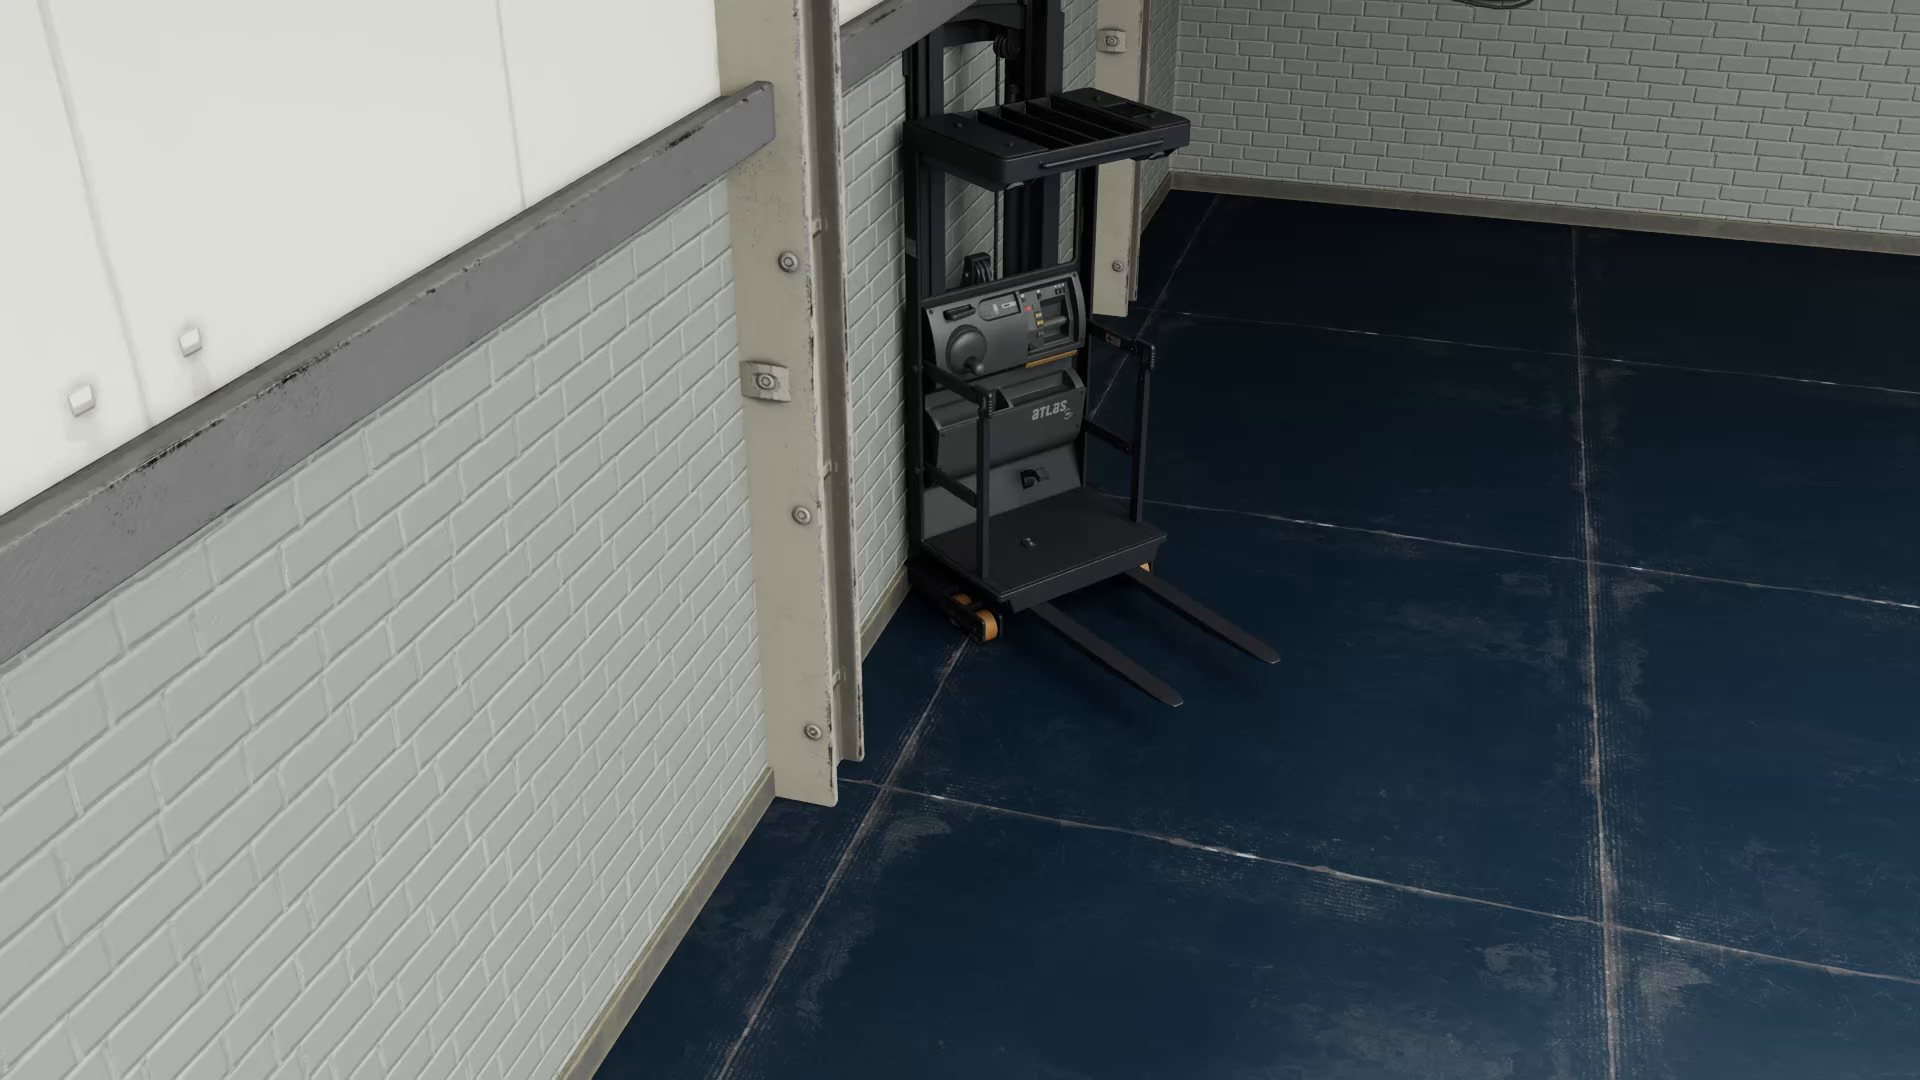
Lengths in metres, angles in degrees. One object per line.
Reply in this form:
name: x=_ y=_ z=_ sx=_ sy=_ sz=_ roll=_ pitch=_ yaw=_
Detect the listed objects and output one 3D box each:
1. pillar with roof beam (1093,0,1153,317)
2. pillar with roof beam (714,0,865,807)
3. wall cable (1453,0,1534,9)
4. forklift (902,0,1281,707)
pillar with roof beam: x=5.242 y=-5.067 z=9.103 sx=9.100 sy=9.000 sz=0.400 roll=8 pitch=30 yaw=15
pillar with roof beam: x=3.481 y=-2.279 z=4.090 sx=9.100 sy=9.000 sz=0.400 roll=8 pitch=30 yaw=15
wall cable: x=3.256 y=-5.505 z=13.084 sx=3.097 sy=2.526 sz=0.112 roll=8 pitch=30 yaw=15
forklift: x=0.359 y=-1.034 z=8.093 sx=1.130 sy=2.935 sz=3.031 roll=-19 pitch=34 yaw=-30
